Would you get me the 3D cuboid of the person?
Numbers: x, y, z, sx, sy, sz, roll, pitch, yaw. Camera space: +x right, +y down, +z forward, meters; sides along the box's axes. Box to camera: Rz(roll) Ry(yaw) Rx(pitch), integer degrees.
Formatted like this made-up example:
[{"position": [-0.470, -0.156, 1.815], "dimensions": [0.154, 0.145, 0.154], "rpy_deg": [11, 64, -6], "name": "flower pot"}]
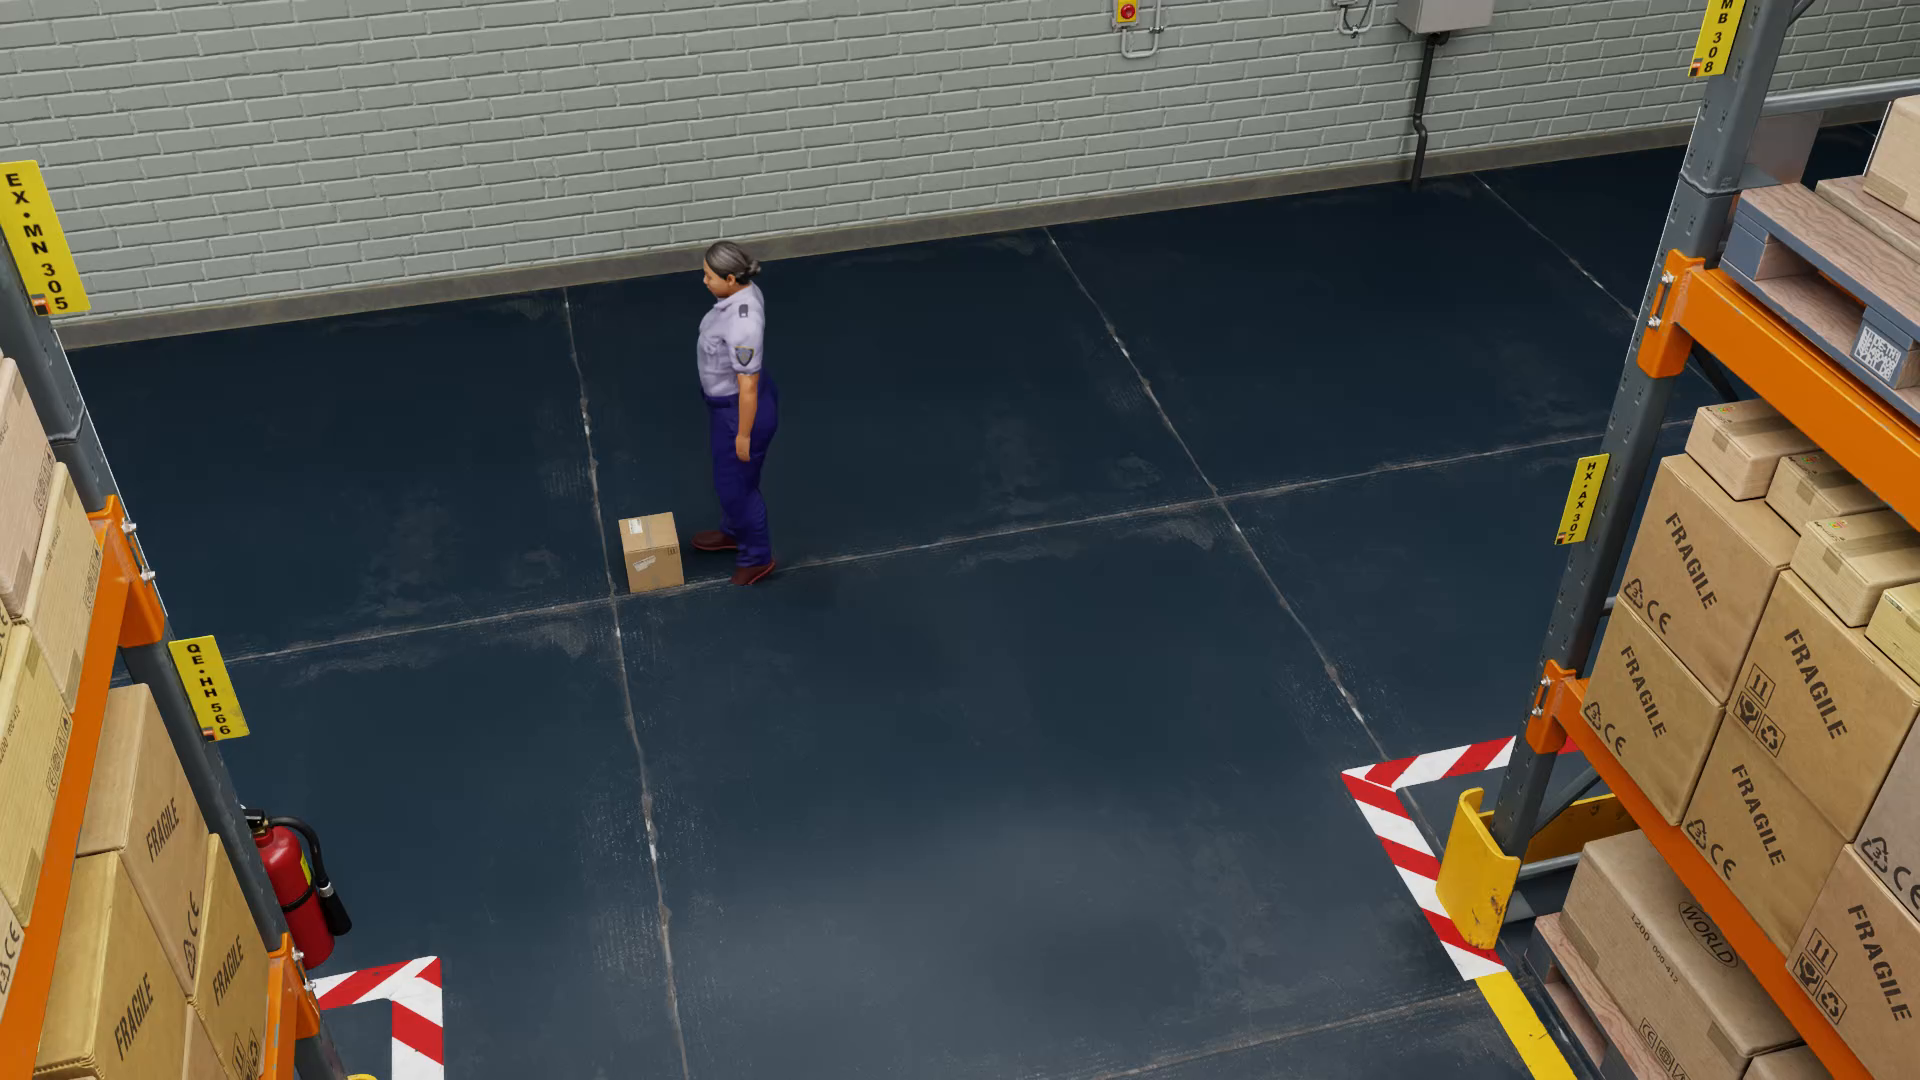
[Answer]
[{"position": [-1.048, -0.540, 7.462], "dimensions": [0.472, 1.723, 0.513], "rpy_deg": [-3, 39, -4], "name": "person"}]
